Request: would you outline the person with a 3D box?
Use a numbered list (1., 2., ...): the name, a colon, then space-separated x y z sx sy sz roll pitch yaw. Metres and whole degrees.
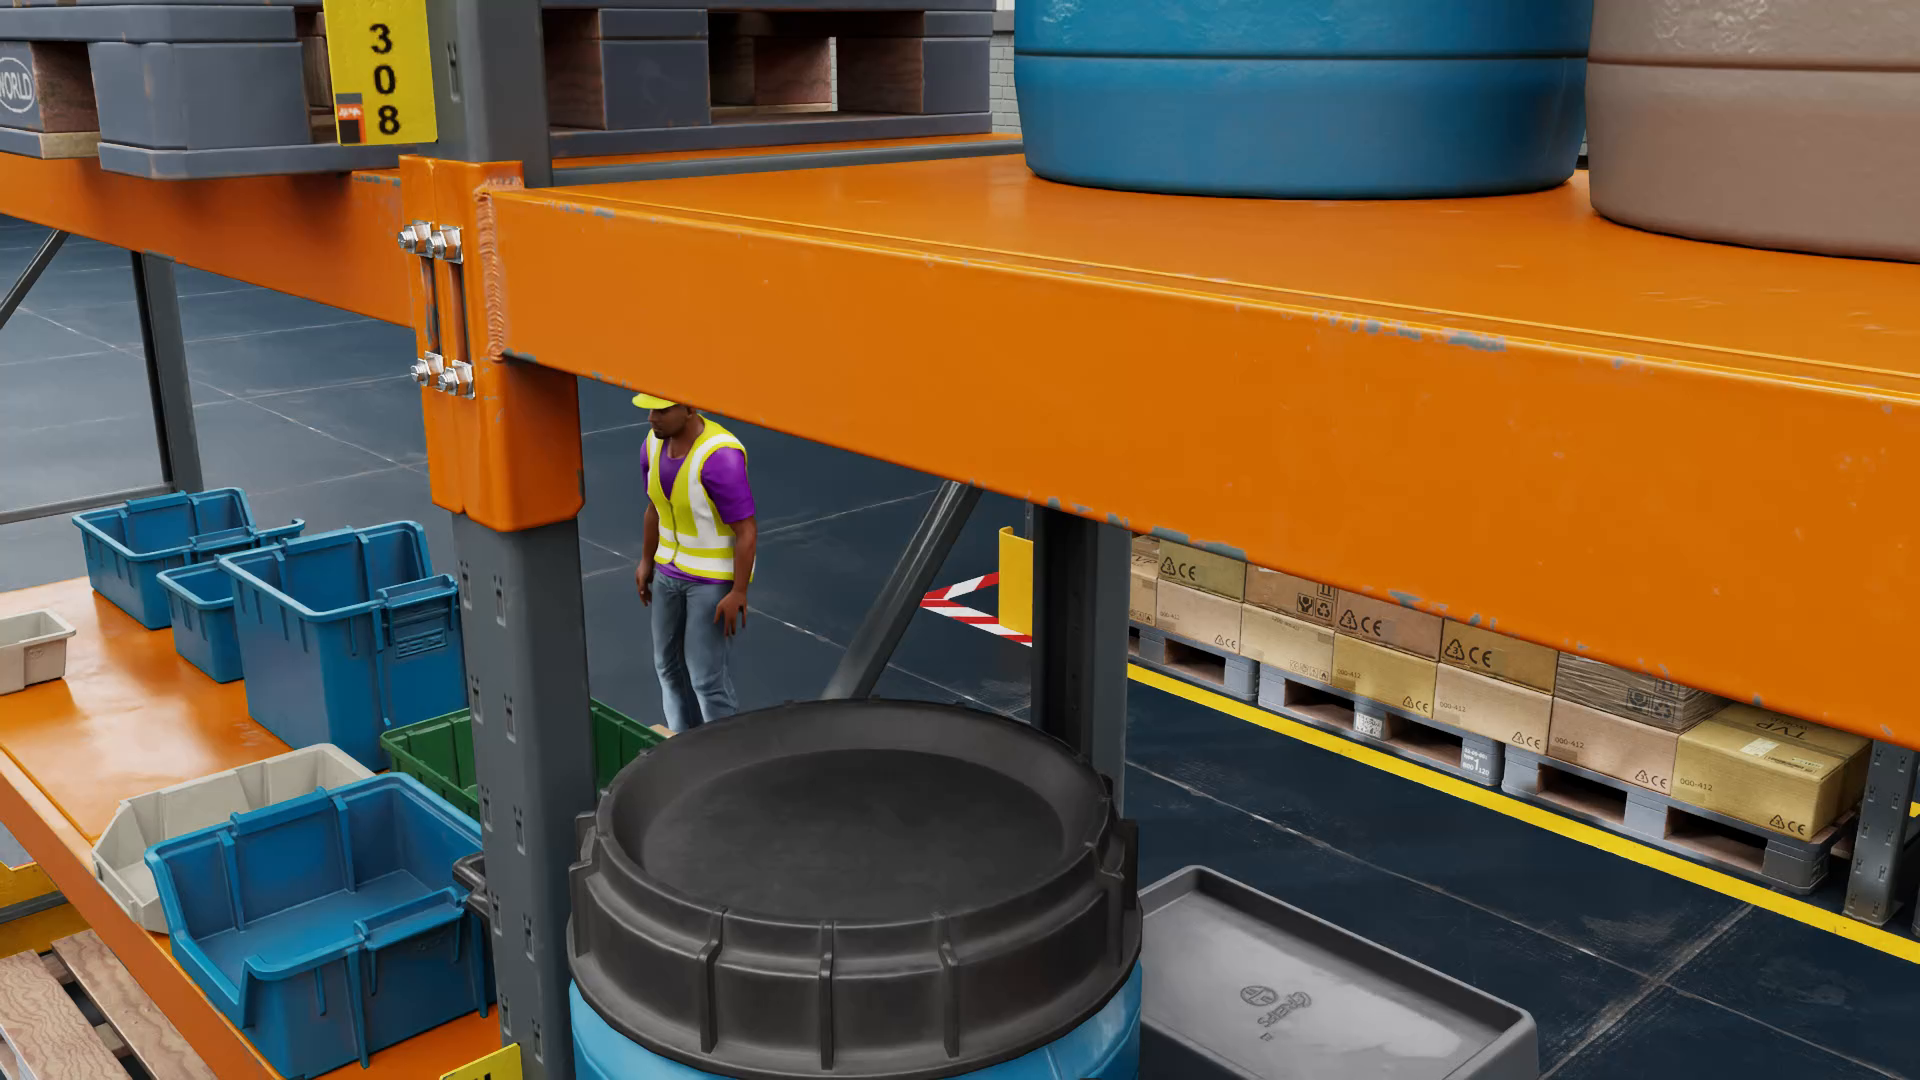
1. person: -1.055 0.148 6.540 0.629 1.759 0.460 16 23 41
